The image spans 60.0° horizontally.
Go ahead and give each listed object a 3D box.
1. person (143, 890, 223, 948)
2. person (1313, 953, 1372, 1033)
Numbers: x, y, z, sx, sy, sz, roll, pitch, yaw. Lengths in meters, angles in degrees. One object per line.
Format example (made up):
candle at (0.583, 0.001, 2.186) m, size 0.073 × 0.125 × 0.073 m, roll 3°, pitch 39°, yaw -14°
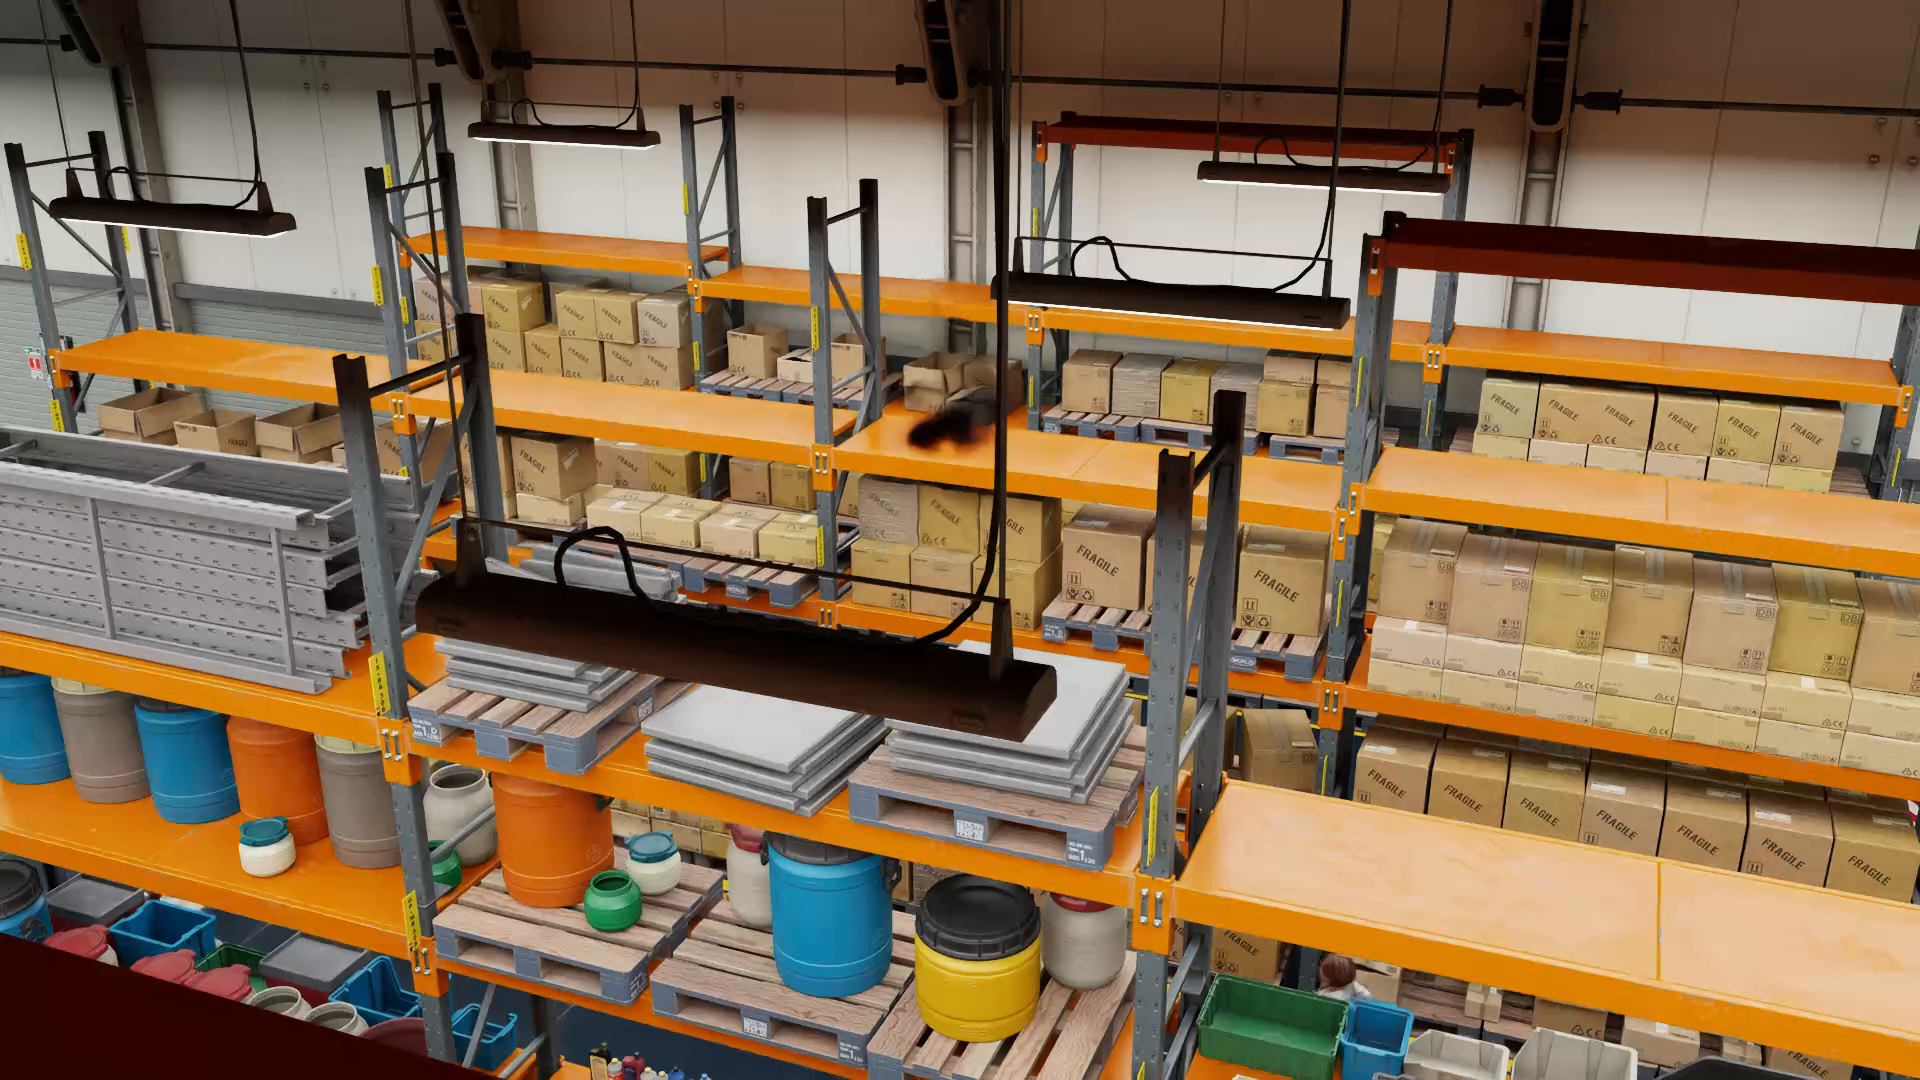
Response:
person at (-5.926, 2.780, 12.671) m, size 0.599 × 1.735 × 0.688 m, roll 6°, pitch 22°, yaw 16°
person at (2.453, 3.444, 11.104) m, size 0.692 × 1.628 × 0.507 m, roll 5°, pitch 21°, yaw 12°
